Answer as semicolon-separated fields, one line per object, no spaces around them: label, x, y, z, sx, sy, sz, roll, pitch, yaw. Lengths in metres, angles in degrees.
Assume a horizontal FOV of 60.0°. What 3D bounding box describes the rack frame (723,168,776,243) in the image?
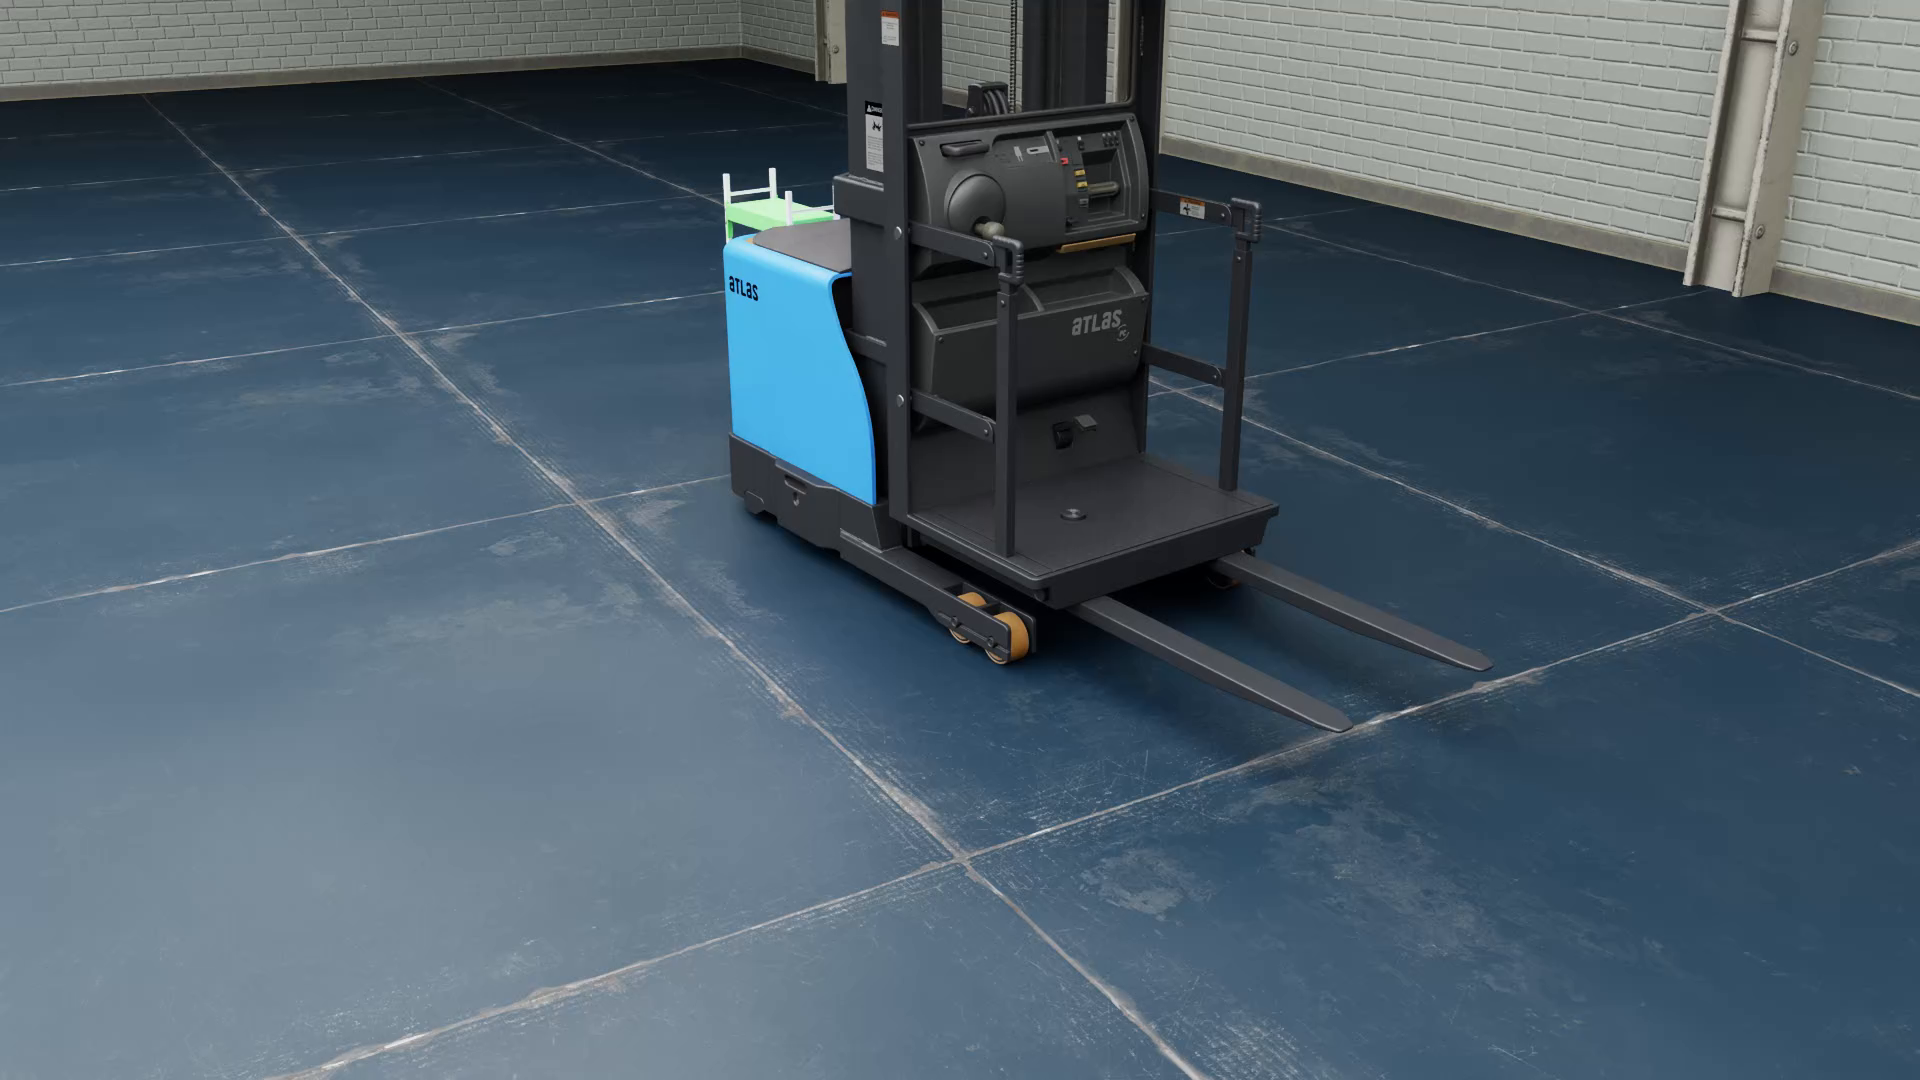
rack frame;-0.870;-0.968;7.098;0.240;1.200;0.015;-16;27;-34

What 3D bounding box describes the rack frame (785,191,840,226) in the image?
rack frame;-0.578;-0.821;6.737;0.240;1.200;0.015;-16;27;-34

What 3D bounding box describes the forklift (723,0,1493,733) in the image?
forklift;0.377;-1.169;5.294;1.130;2.935;3.031;-16;27;-34

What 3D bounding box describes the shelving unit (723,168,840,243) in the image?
shelving unit;-0.724;-0.894;6.918;0.258;1.200;0.503;-16;27;-34

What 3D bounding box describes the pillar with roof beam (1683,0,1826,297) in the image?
pillar with roof beam;0.945;-4.871;6.345;9.100;9.000;0.400;-13;25;-28

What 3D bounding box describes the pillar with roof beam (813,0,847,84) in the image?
pillar with roof beam;-5.185;-8.756;15.902;9.100;9.000;0.400;-13;25;-28

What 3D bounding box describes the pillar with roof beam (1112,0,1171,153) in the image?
pillar with roof beam;-2.120;-6.813;11.123;9.100;9.000;0.400;-13;25;-28

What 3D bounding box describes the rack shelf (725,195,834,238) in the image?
rack shelf;-0.724;-1.280;6.761;0.258;0.148;0.480;-16;27;-34
